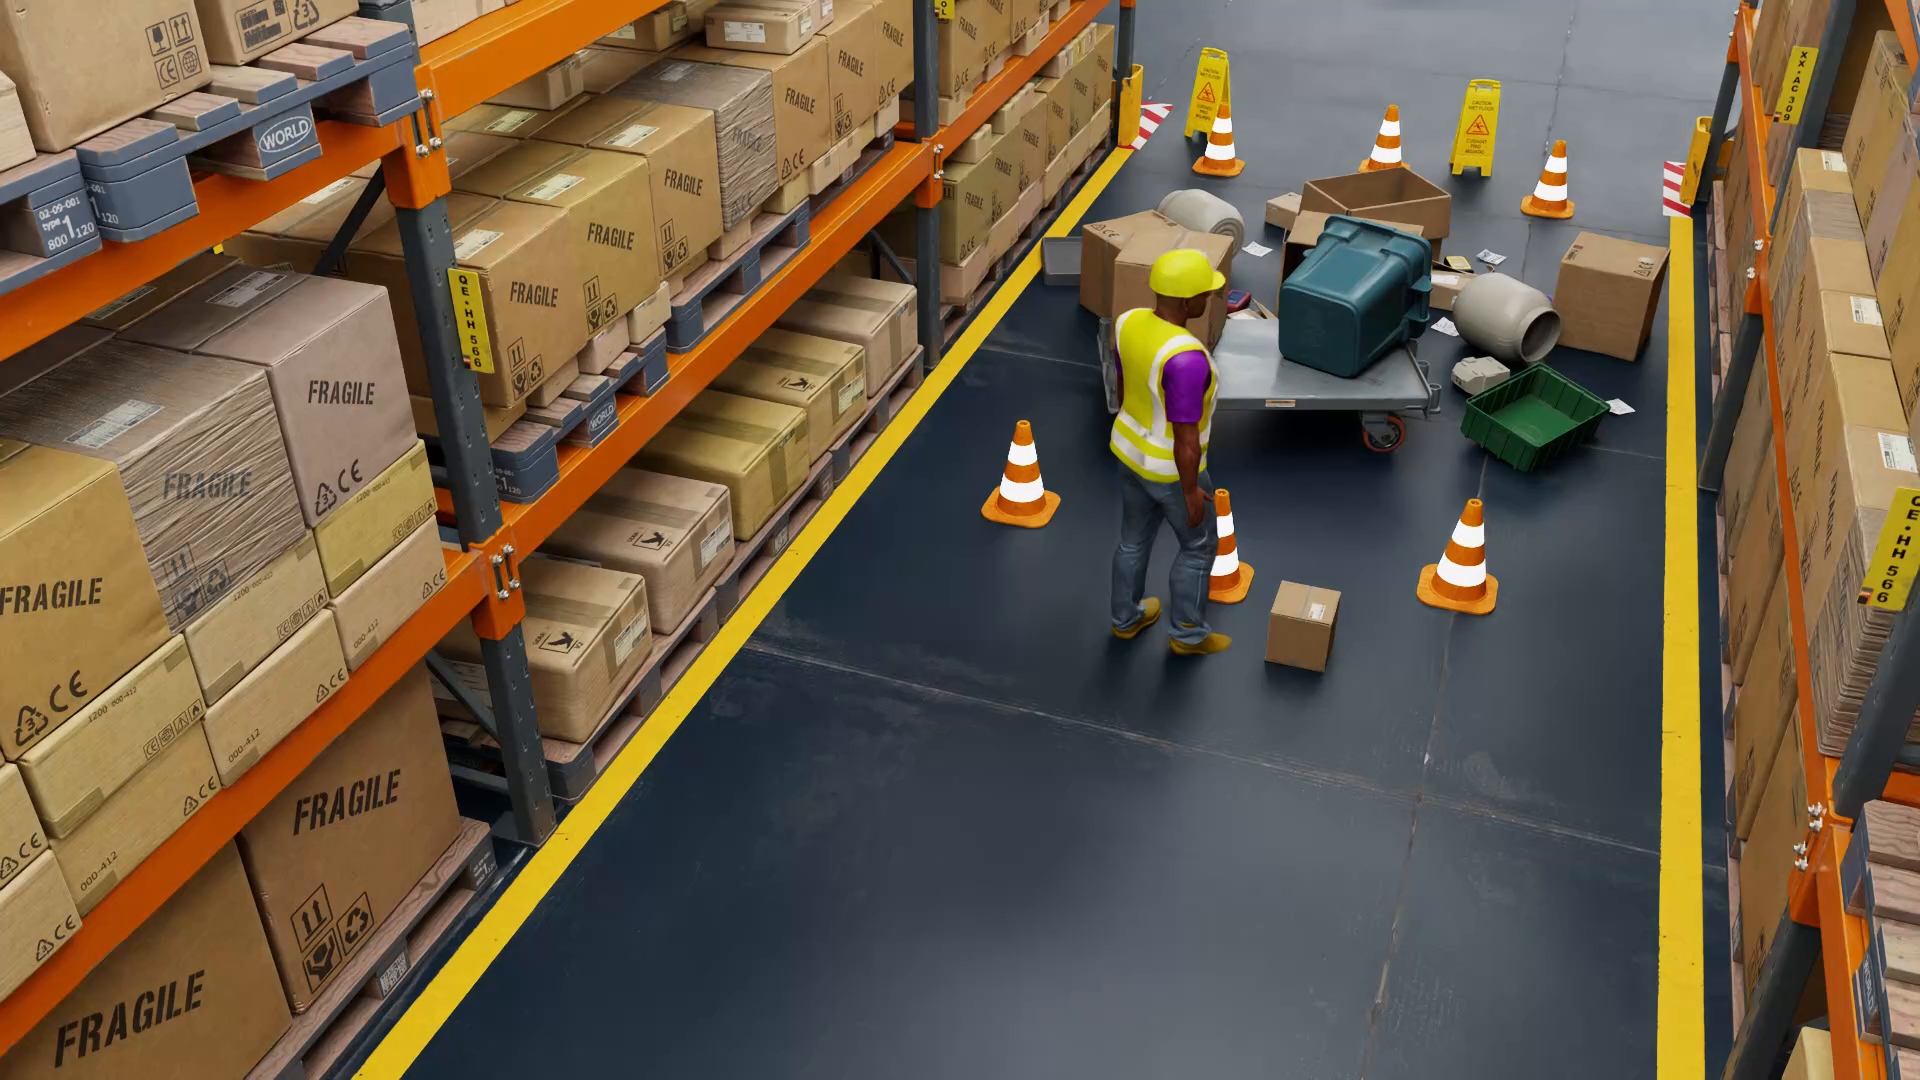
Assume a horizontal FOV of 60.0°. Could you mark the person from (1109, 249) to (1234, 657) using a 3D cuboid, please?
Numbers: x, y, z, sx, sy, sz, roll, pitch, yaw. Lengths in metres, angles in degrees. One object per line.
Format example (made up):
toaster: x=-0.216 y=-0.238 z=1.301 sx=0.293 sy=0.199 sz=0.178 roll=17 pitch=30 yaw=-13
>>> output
person: x=0.856 y=-0.336 z=6.663 sx=0.491 sy=1.802 sz=0.651 roll=-16 pitch=37 yaw=-24
